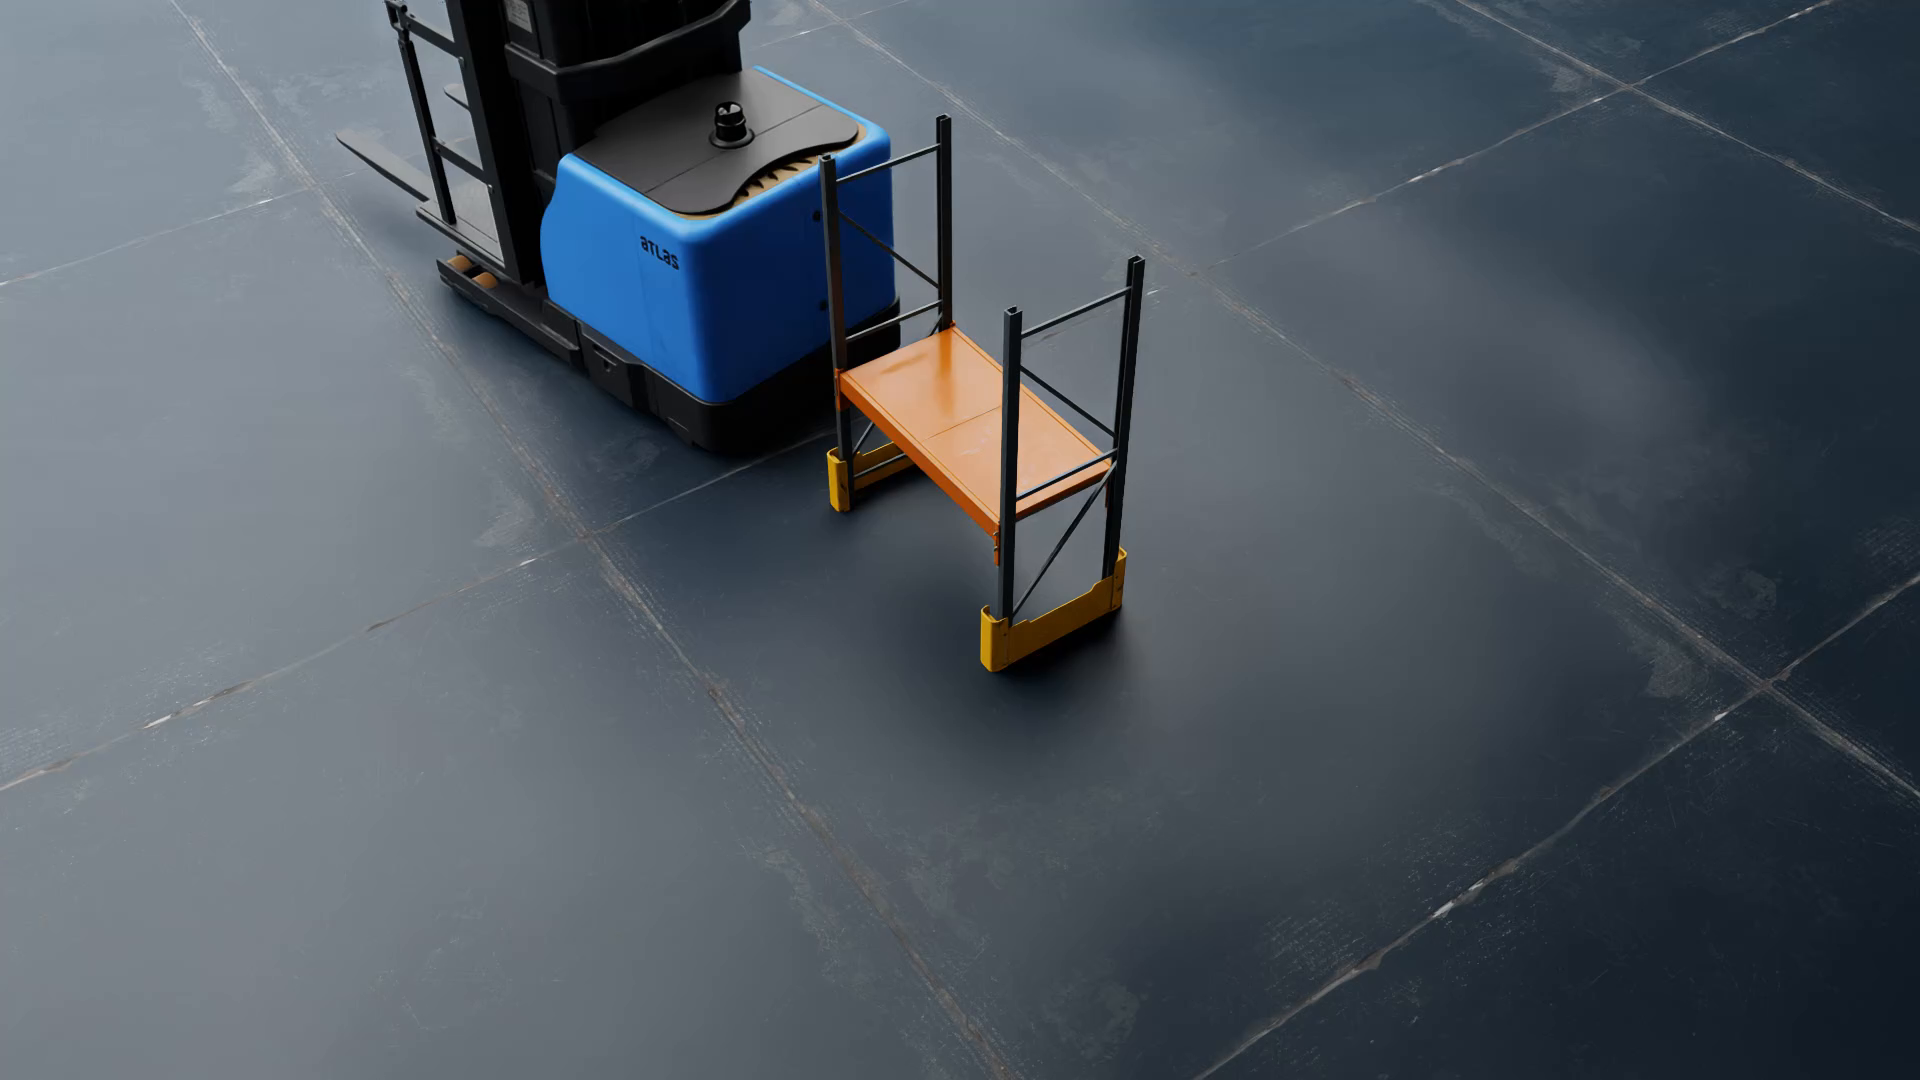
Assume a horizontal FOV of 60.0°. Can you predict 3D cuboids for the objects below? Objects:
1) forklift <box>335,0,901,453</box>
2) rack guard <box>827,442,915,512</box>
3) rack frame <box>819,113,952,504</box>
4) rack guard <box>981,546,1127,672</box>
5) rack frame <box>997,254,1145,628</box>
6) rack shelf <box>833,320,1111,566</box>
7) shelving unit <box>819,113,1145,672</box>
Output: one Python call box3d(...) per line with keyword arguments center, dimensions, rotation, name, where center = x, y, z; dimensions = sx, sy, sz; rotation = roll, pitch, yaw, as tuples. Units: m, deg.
box3d(center=(-1.667, -2.298, 6.535), dimensions=(3.031, 2.935, 1.130), rotation=(33, 53, 30), name="forklift")
box3d(center=(-0.241, -0.329, 6.414), dimensions=(0.587, 0.250, 0.087), rotation=(-26, 49, -24), name="rack guard")
box3d(center=(-0.242, -0.782, 5.983), dimensions=(0.500, 1.500, 0.032), rotation=(-26, 49, -24), name="rack frame")
box3d(center=(0.329, 0.235, 5.823), dimensions=(0.587, 0.250, 0.087), rotation=(-26, 49, -24), name="rack guard")
box3d(center=(0.340, -0.206, 5.380), dimensions=(0.500, 1.500, 0.032), rotation=(-26, 49, -24), name="rack frame")
box3d(center=(0.049, -0.364, 5.806), dimensions=(0.538, 0.185, 1.000), rotation=(-26, 49, -24), name="rack shelf")
box3d(center=(0.044, -0.499, 5.687), dimensions=(0.587, 1.500, 1.083), rotation=(-26, 49, -24), name="shelving unit")
